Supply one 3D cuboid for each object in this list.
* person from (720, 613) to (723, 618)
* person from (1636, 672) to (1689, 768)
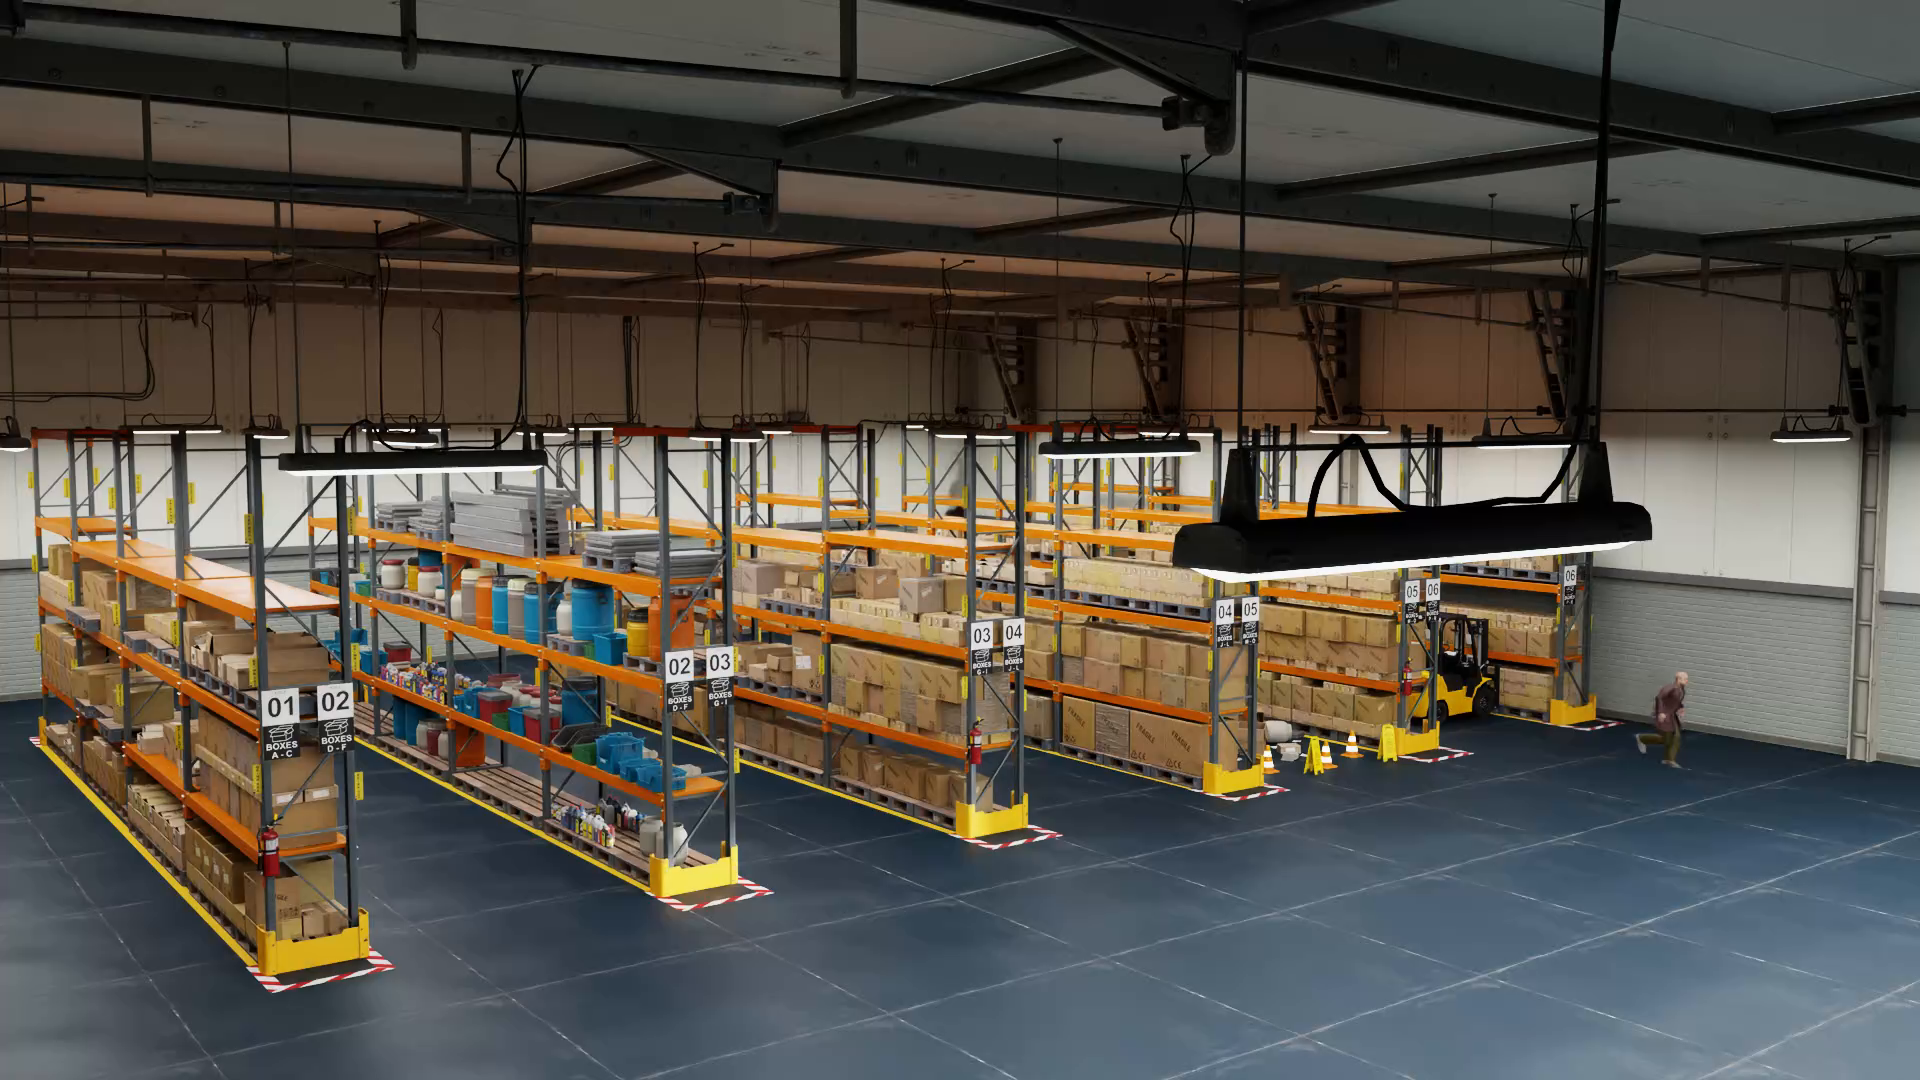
[{"bbox_3d":[-5.437,2.558,38.172,0.617,1.578,0.905,-3,5,-31],"label":"person"},{"bbox_3d":[12.539,3.171,29.698,0.897,1.728,0.713,4,6,44],"label":"person"}]
